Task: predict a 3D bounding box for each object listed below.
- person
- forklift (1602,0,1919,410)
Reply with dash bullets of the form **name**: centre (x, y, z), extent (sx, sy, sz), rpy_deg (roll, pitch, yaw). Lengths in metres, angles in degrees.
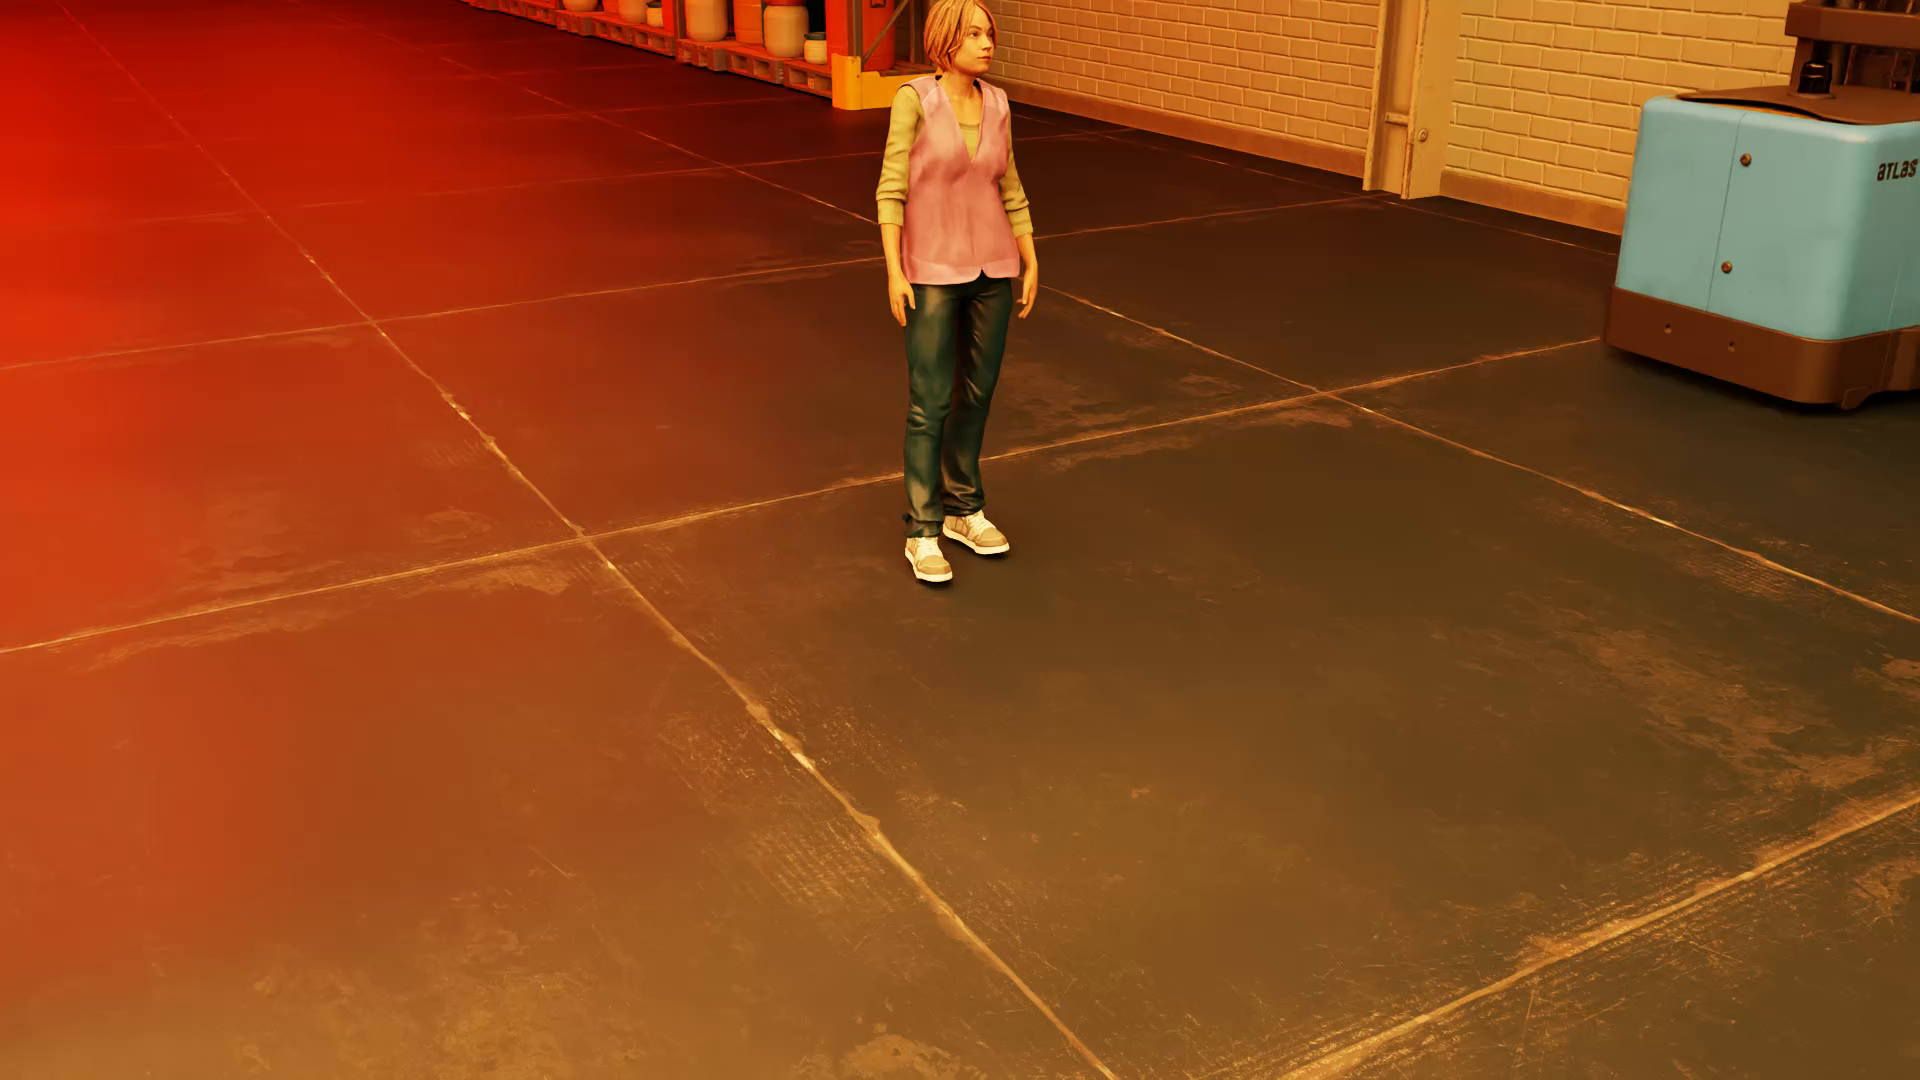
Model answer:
- **person**: centre (0.025, -0.719, 4.762), extent (0.520, 1.599, 0.473), rpy_deg (-12, 25, -28)
- **forklift**: centre (4.240, -2.223, 6.690), extent (3.031, 2.935, 1.130), rpy_deg (-11, 25, -25)
